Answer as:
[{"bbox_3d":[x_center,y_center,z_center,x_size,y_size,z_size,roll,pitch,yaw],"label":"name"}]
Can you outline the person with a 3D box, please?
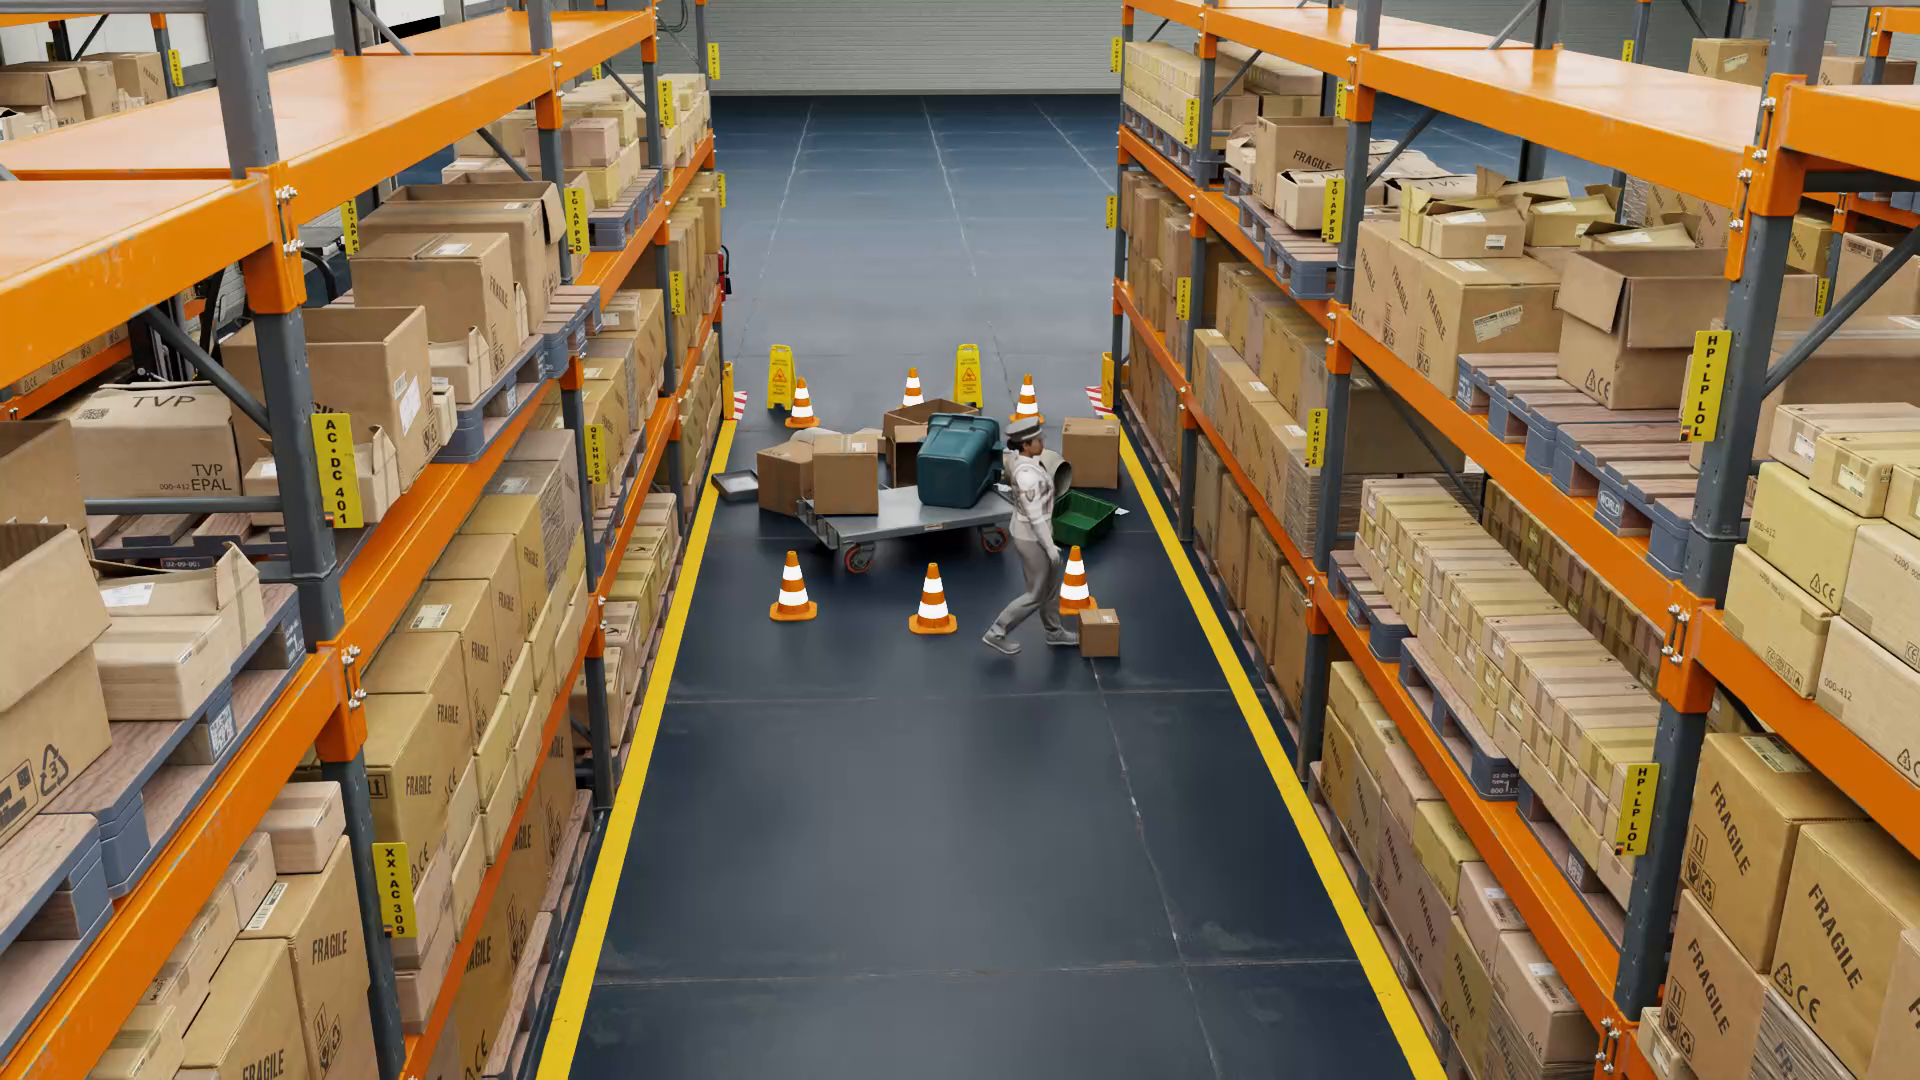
[{"bbox_3d":[0.511,-0.025,11.117,0.739,1.659,0.492,-1,21,-3],"label":"person"}]
